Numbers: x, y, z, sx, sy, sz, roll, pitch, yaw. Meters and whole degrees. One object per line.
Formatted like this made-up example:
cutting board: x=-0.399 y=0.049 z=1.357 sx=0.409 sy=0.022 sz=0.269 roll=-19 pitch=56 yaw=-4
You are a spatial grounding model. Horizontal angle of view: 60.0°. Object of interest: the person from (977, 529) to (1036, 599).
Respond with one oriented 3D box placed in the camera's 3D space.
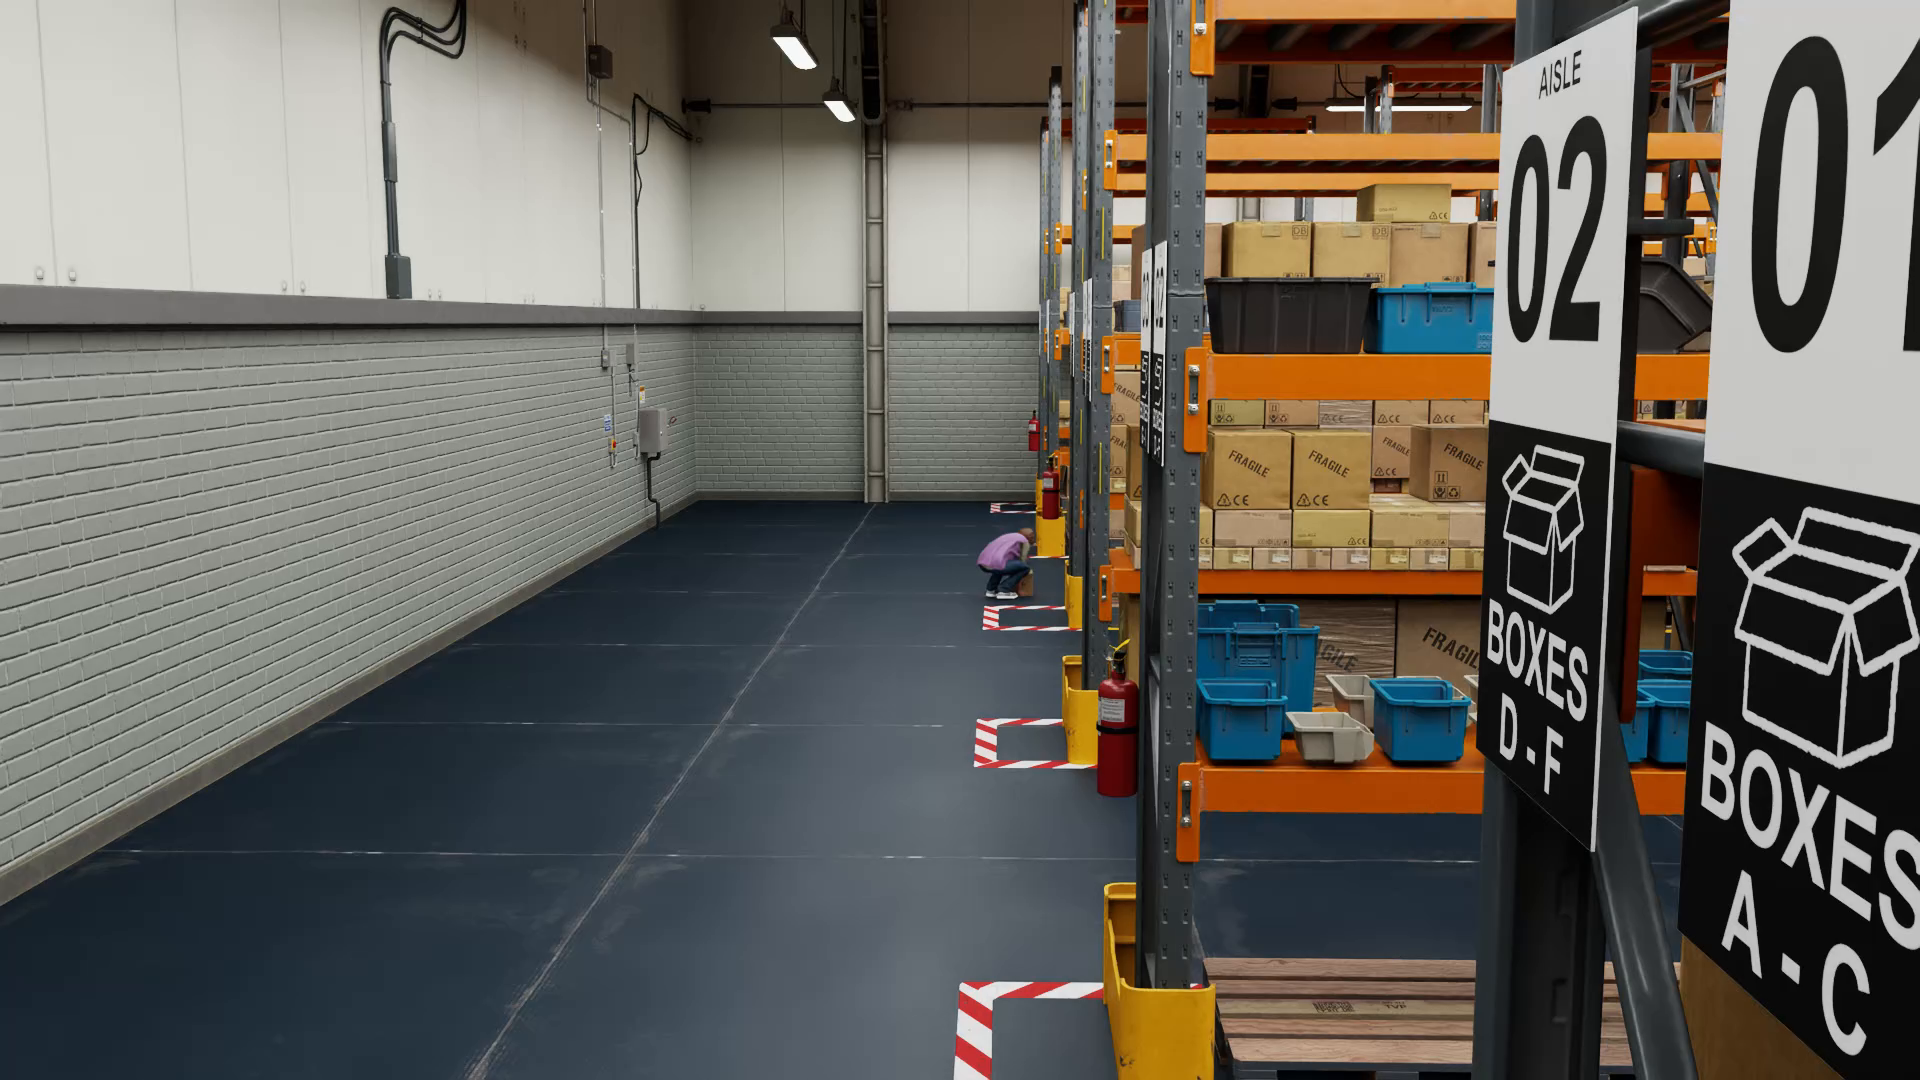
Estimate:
person: x=0.528 y=0.287 z=17.816 sx=0.838 sy=0.757 sz=0.429 roll=-7 pitch=10 yaw=-43
